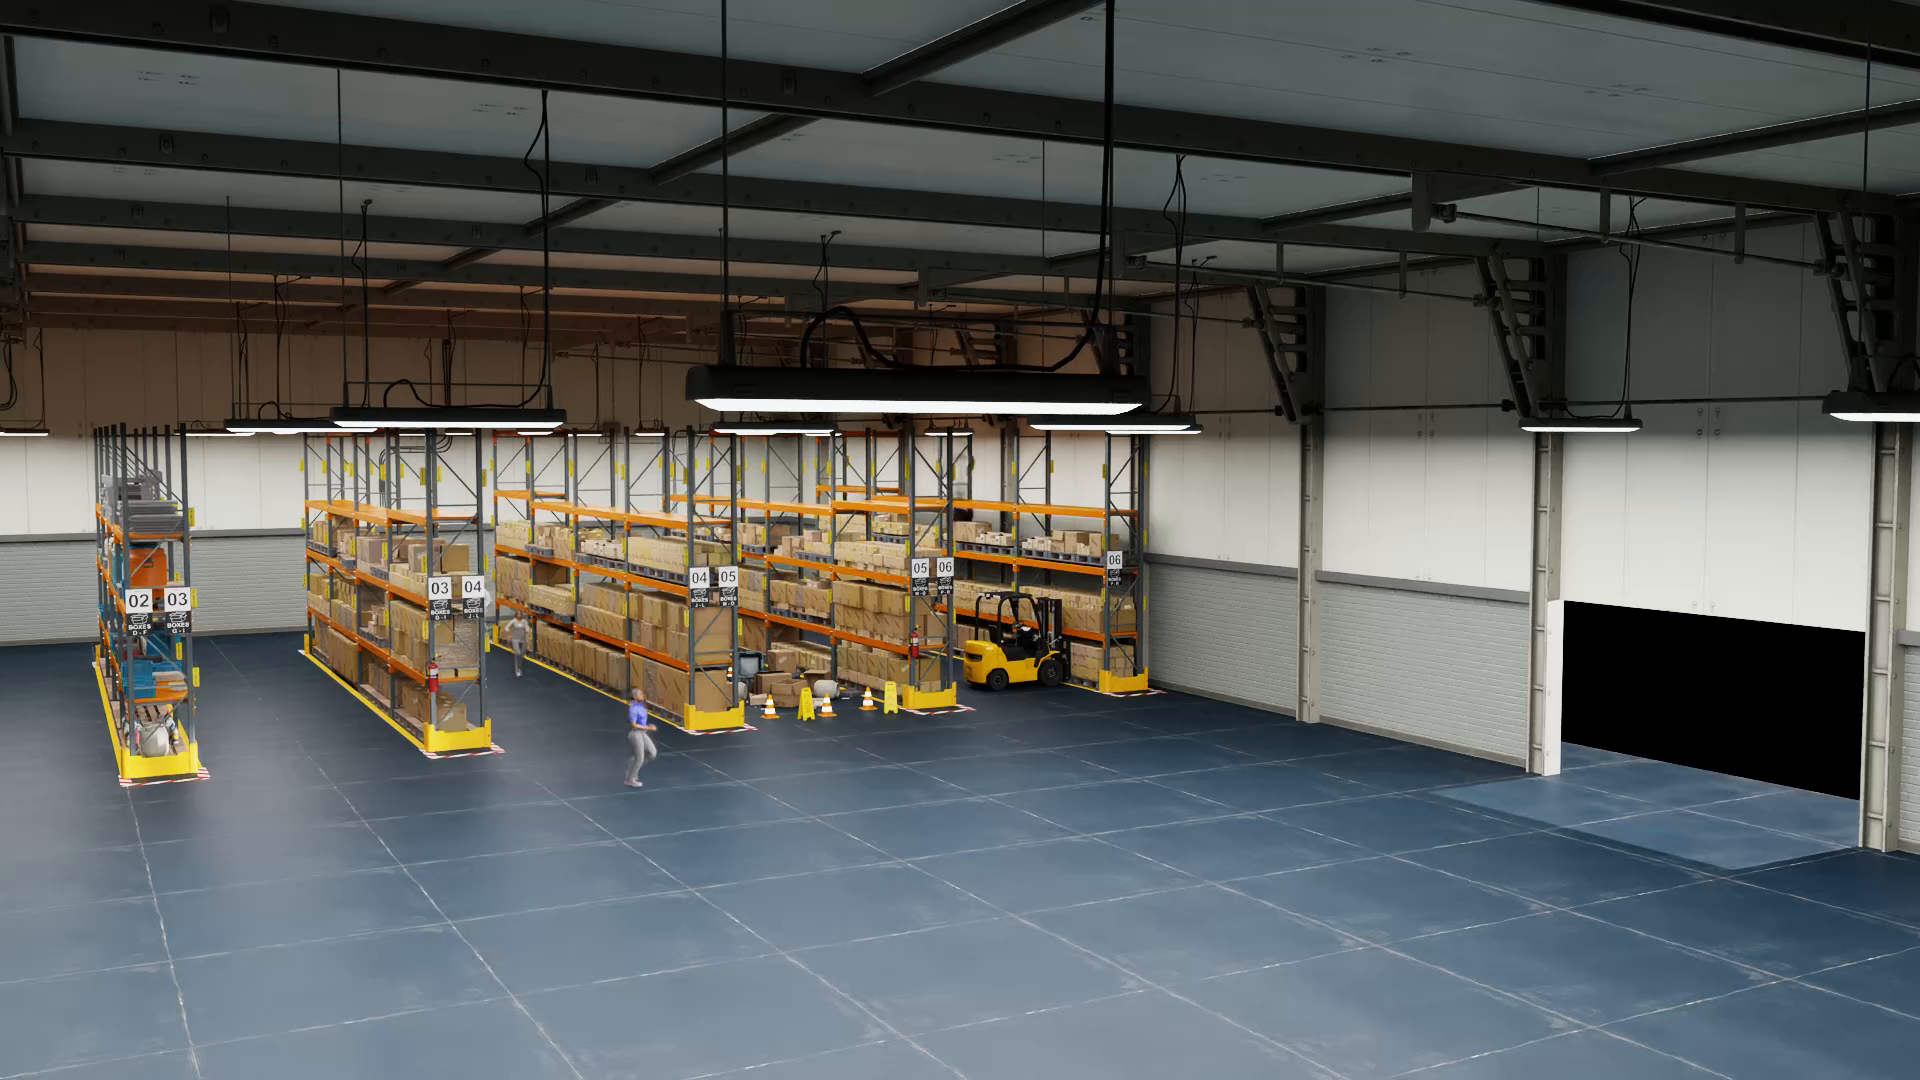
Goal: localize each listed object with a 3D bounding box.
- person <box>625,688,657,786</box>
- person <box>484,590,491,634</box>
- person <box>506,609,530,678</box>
[{"bbox_3d":[-5.258,3.250,27.450,0.562,1.618,0.561,0,3,7],"label":"person"},{"bbox_3d":[-13.688,2.011,47.366,0.564,1.723,0.766,-3,5,-44],"label":"person"},{"bbox_3d":[-10.642,2.505,40.105,0.509,1.622,0.728,-2,4,-33],"label":"person"}]
